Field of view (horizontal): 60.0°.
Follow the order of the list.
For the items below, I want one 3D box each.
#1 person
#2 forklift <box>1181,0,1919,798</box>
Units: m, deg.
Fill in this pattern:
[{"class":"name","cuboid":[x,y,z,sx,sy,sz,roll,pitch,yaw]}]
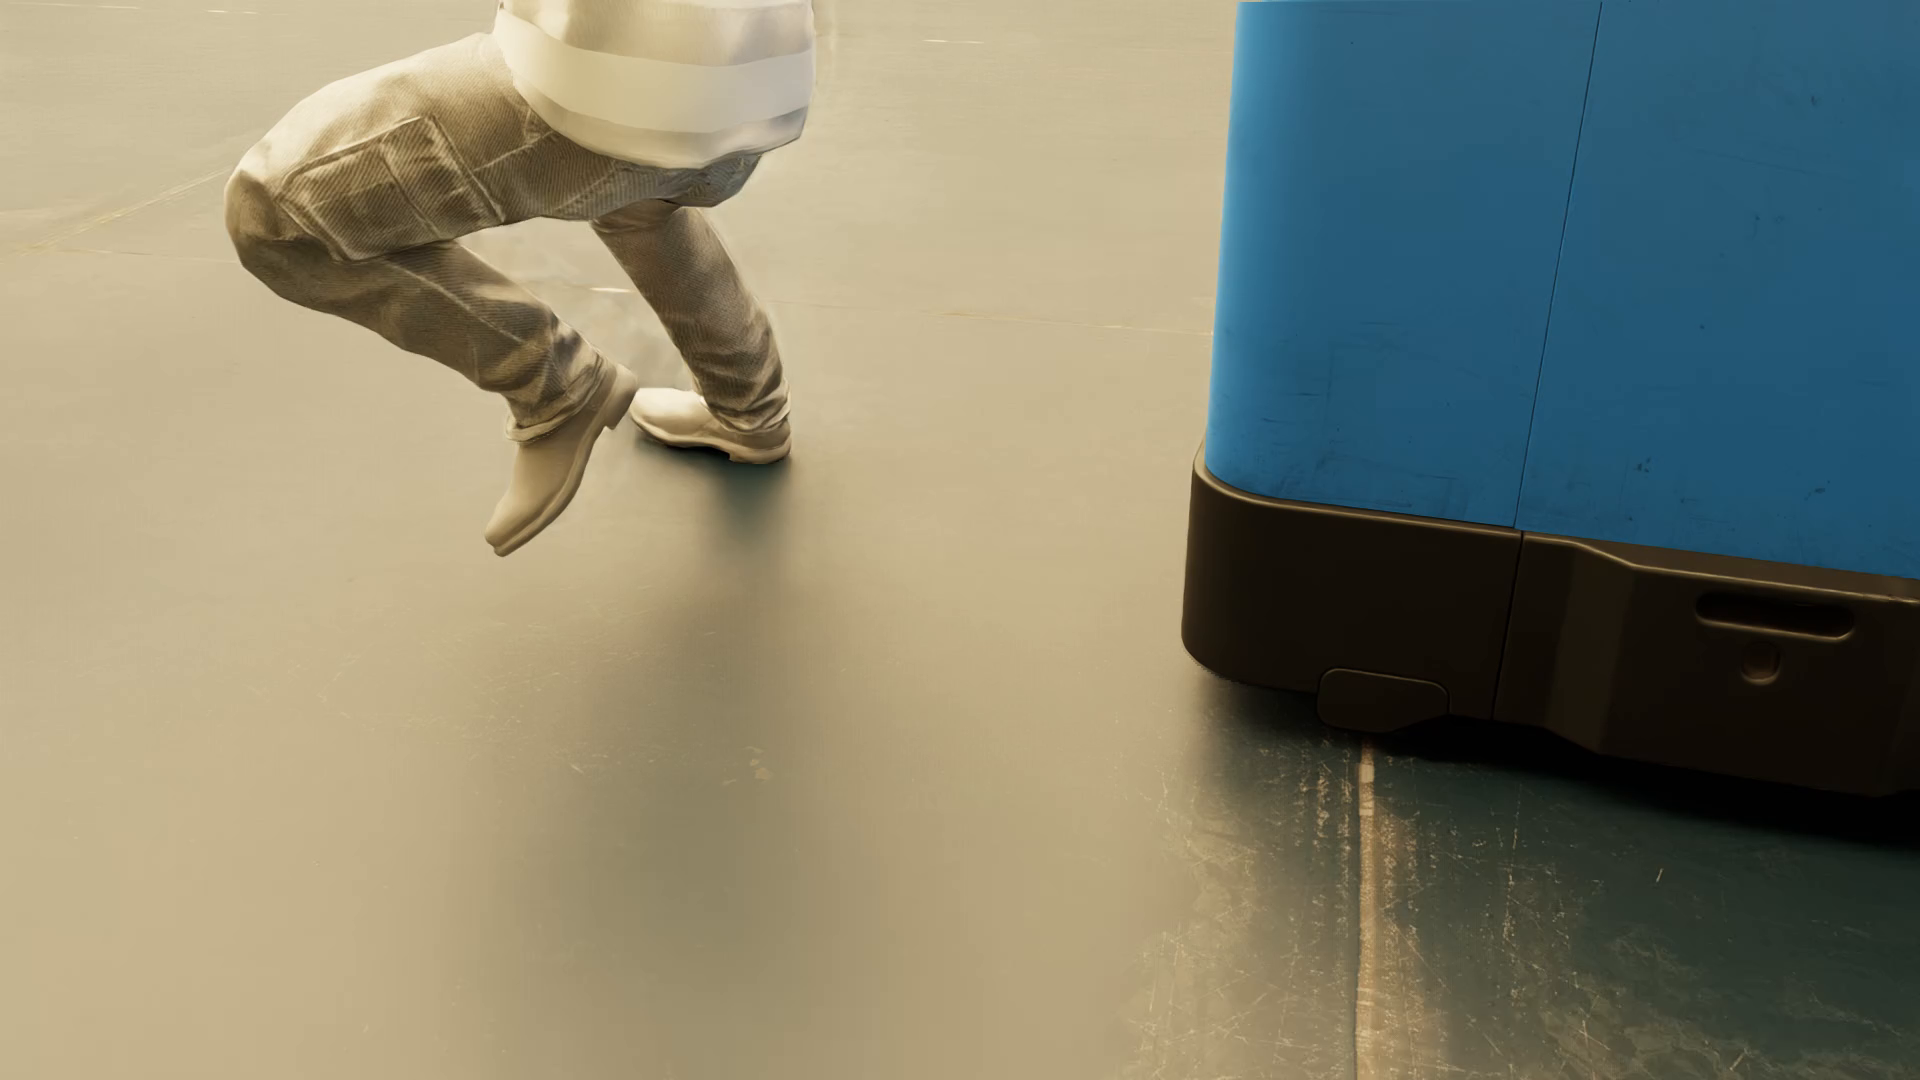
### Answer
[{"class":"person","cuboid":[-0.564,-0.687,2.161,0.832,1.540,0.911,13,30,24]},{"class":"forklift","cuboid":[1.854,-1.110,1.446,3.031,2.935,1.130,8,28,15]}]
